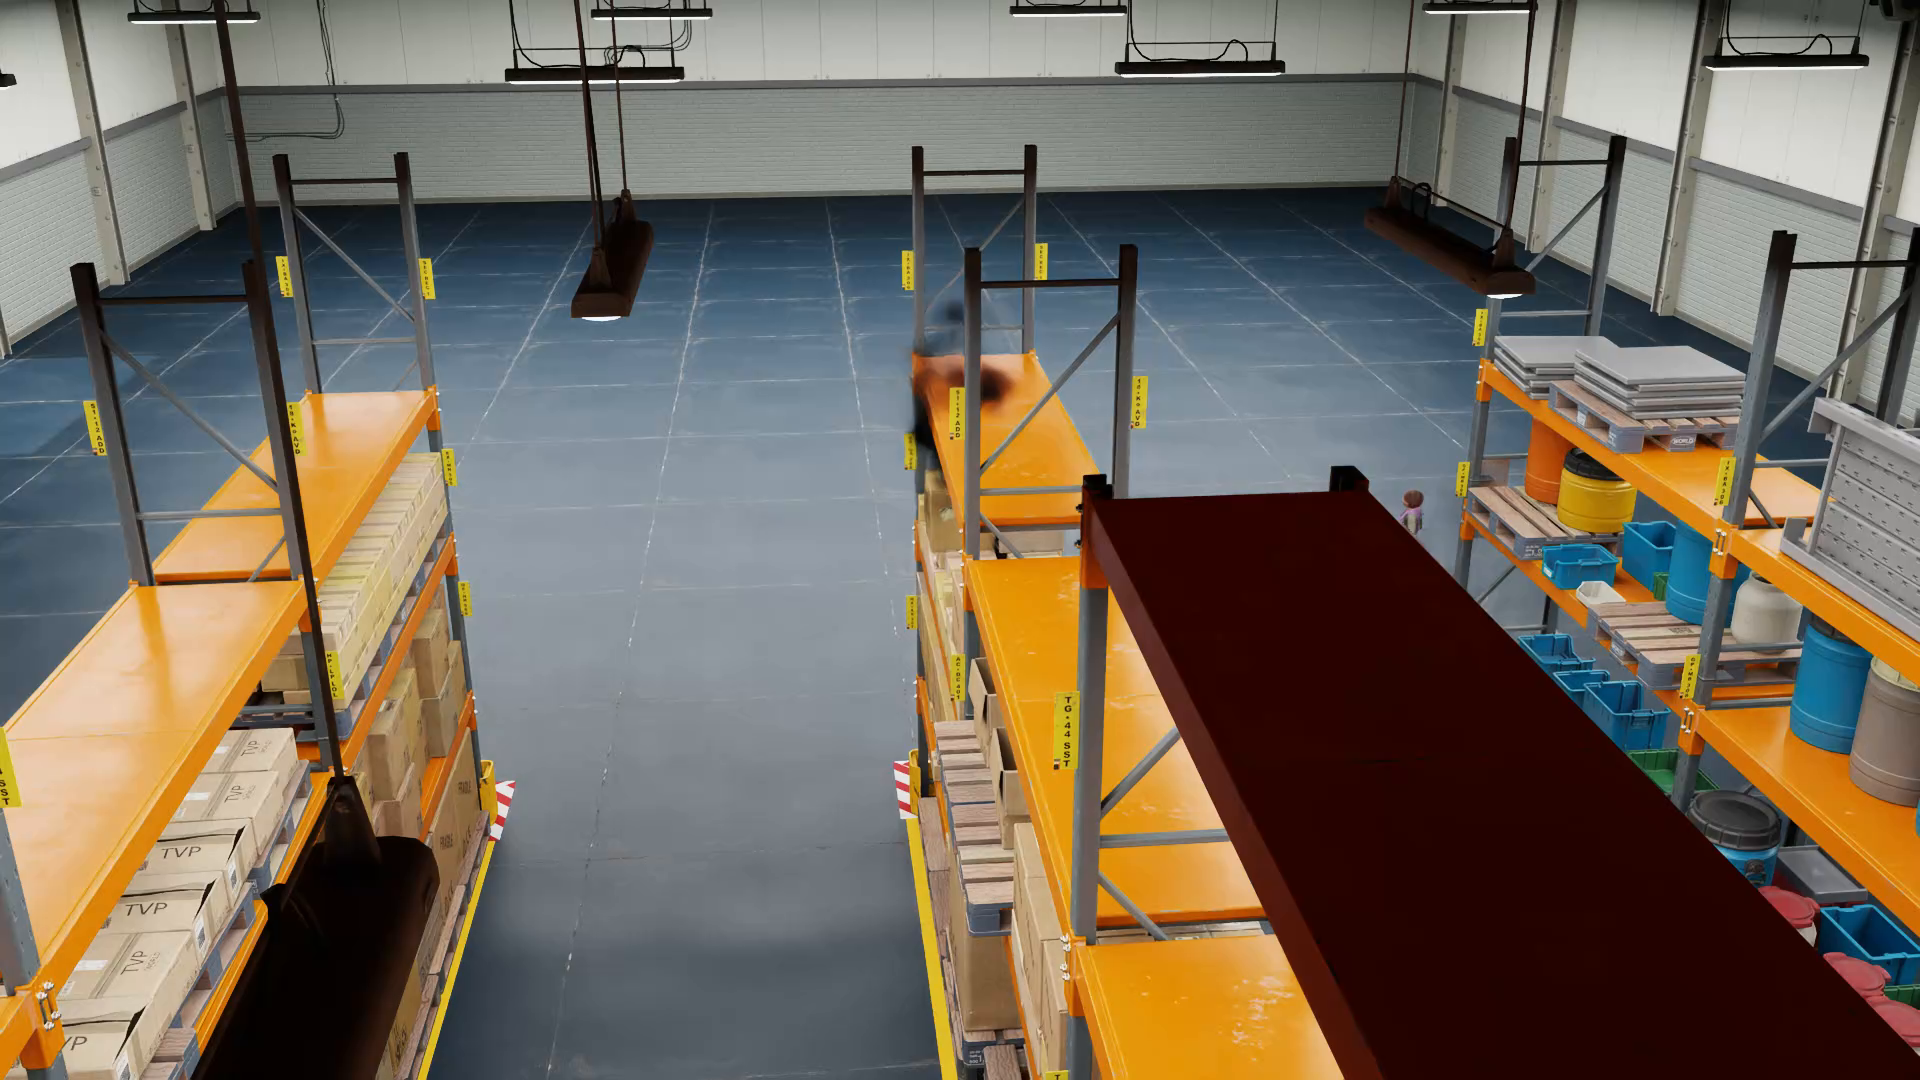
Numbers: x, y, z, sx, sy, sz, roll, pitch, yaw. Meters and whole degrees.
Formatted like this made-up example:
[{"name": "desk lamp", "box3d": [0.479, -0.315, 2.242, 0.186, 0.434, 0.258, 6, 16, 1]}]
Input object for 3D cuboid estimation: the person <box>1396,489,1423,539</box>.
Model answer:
[{"name": "person", "box3d": [5.174, 0.143, 19.173, 0.587, 1.549, 0.537, 8, 23, 20]}]
